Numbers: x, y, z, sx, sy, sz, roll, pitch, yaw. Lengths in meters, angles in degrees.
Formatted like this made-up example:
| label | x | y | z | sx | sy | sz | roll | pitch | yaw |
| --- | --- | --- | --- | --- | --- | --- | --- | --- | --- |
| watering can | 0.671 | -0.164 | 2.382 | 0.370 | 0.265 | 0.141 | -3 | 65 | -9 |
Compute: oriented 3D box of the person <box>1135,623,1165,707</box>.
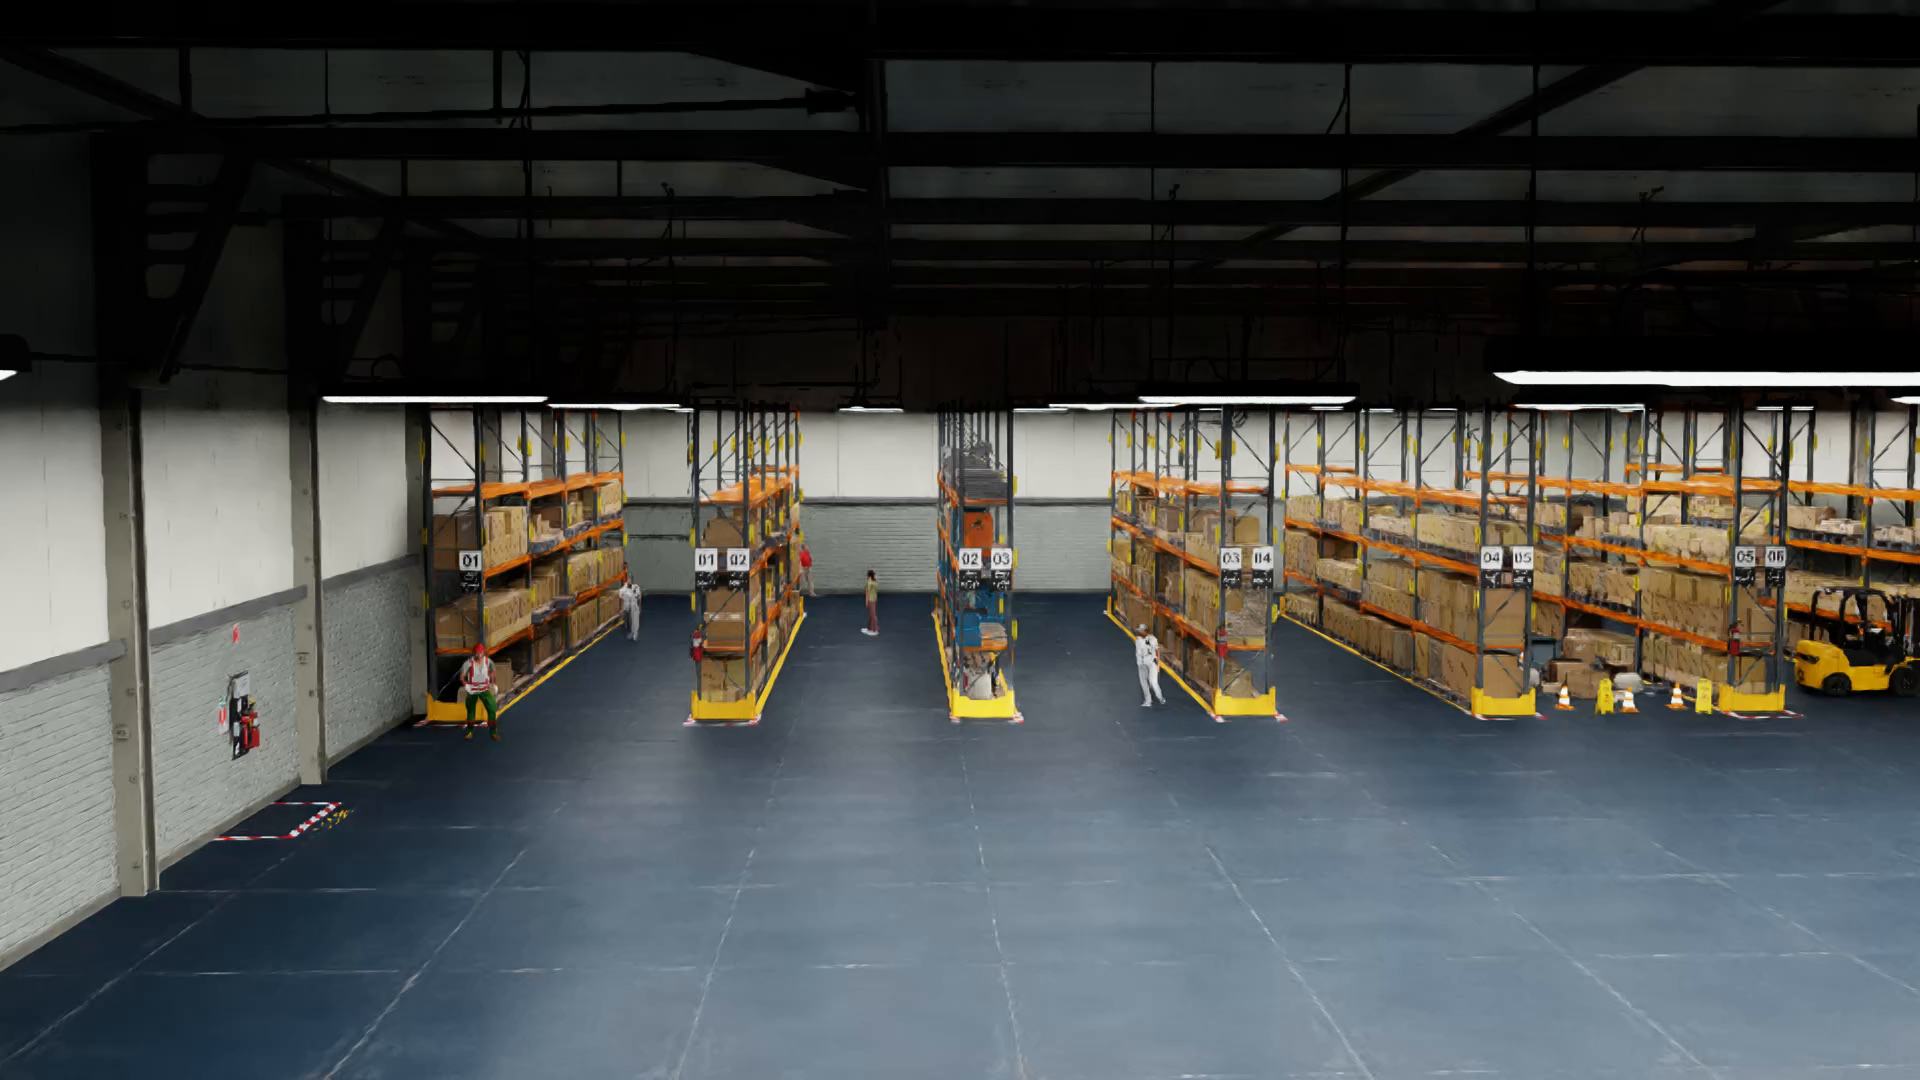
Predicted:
| label | x | y | z | sx | sy | sz | roll | pitch | yaw |
| --- | --- | --- | --- | --- | --- | --- | --- | --- | --- |
| person | 3.700 | 2.435 | 32.499 | 0.557 | 1.659 | 0.578 | 3 | 5 | 36 |

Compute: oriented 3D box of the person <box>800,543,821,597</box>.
| label | x | y | z | sx | sy | sz | roll | pitch | yaw |
| --- | --- | --- | --- | --- | --- | --- | --- | --- | --- |
| person | -4.787 | 0.932 | 51.660 | 0.587 | 1.719 | 0.772 | 3 | 5 | 37 |

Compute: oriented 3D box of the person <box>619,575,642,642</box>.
| label | x | y | z | sx | sy | sz | roll | pitch | yaw |
| --- | --- | --- | --- | --- | --- | --- | --- | --- | --- |
| person | -8.272 | 1.698 | 41.681 | 0.547 | 1.670 | 1.116 | 0 | 4 | -4 |

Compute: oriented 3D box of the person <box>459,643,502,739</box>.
| label | x | y | z | sx | sy | sz | roll | pitch | yaw |
| --- | --- | --- | --- | --- | --- | --- | --- | --- | --- |
| person | -8.425 | 2.639 | 29.150 | 0.682 | 1.718 | 0.811 | -2 | 5 | -21 |

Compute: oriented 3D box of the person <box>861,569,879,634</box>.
| label | x | y | z | sx | sy | sz | roll | pitch | yaw |
| --- | --- | --- | --- | --- | --- | --- | --- | --- | --- |
| person | -2.337 | 1.592 | 43.219 | 0.577 | 1.665 | 0.554 | 2 | 5 | 20 |
